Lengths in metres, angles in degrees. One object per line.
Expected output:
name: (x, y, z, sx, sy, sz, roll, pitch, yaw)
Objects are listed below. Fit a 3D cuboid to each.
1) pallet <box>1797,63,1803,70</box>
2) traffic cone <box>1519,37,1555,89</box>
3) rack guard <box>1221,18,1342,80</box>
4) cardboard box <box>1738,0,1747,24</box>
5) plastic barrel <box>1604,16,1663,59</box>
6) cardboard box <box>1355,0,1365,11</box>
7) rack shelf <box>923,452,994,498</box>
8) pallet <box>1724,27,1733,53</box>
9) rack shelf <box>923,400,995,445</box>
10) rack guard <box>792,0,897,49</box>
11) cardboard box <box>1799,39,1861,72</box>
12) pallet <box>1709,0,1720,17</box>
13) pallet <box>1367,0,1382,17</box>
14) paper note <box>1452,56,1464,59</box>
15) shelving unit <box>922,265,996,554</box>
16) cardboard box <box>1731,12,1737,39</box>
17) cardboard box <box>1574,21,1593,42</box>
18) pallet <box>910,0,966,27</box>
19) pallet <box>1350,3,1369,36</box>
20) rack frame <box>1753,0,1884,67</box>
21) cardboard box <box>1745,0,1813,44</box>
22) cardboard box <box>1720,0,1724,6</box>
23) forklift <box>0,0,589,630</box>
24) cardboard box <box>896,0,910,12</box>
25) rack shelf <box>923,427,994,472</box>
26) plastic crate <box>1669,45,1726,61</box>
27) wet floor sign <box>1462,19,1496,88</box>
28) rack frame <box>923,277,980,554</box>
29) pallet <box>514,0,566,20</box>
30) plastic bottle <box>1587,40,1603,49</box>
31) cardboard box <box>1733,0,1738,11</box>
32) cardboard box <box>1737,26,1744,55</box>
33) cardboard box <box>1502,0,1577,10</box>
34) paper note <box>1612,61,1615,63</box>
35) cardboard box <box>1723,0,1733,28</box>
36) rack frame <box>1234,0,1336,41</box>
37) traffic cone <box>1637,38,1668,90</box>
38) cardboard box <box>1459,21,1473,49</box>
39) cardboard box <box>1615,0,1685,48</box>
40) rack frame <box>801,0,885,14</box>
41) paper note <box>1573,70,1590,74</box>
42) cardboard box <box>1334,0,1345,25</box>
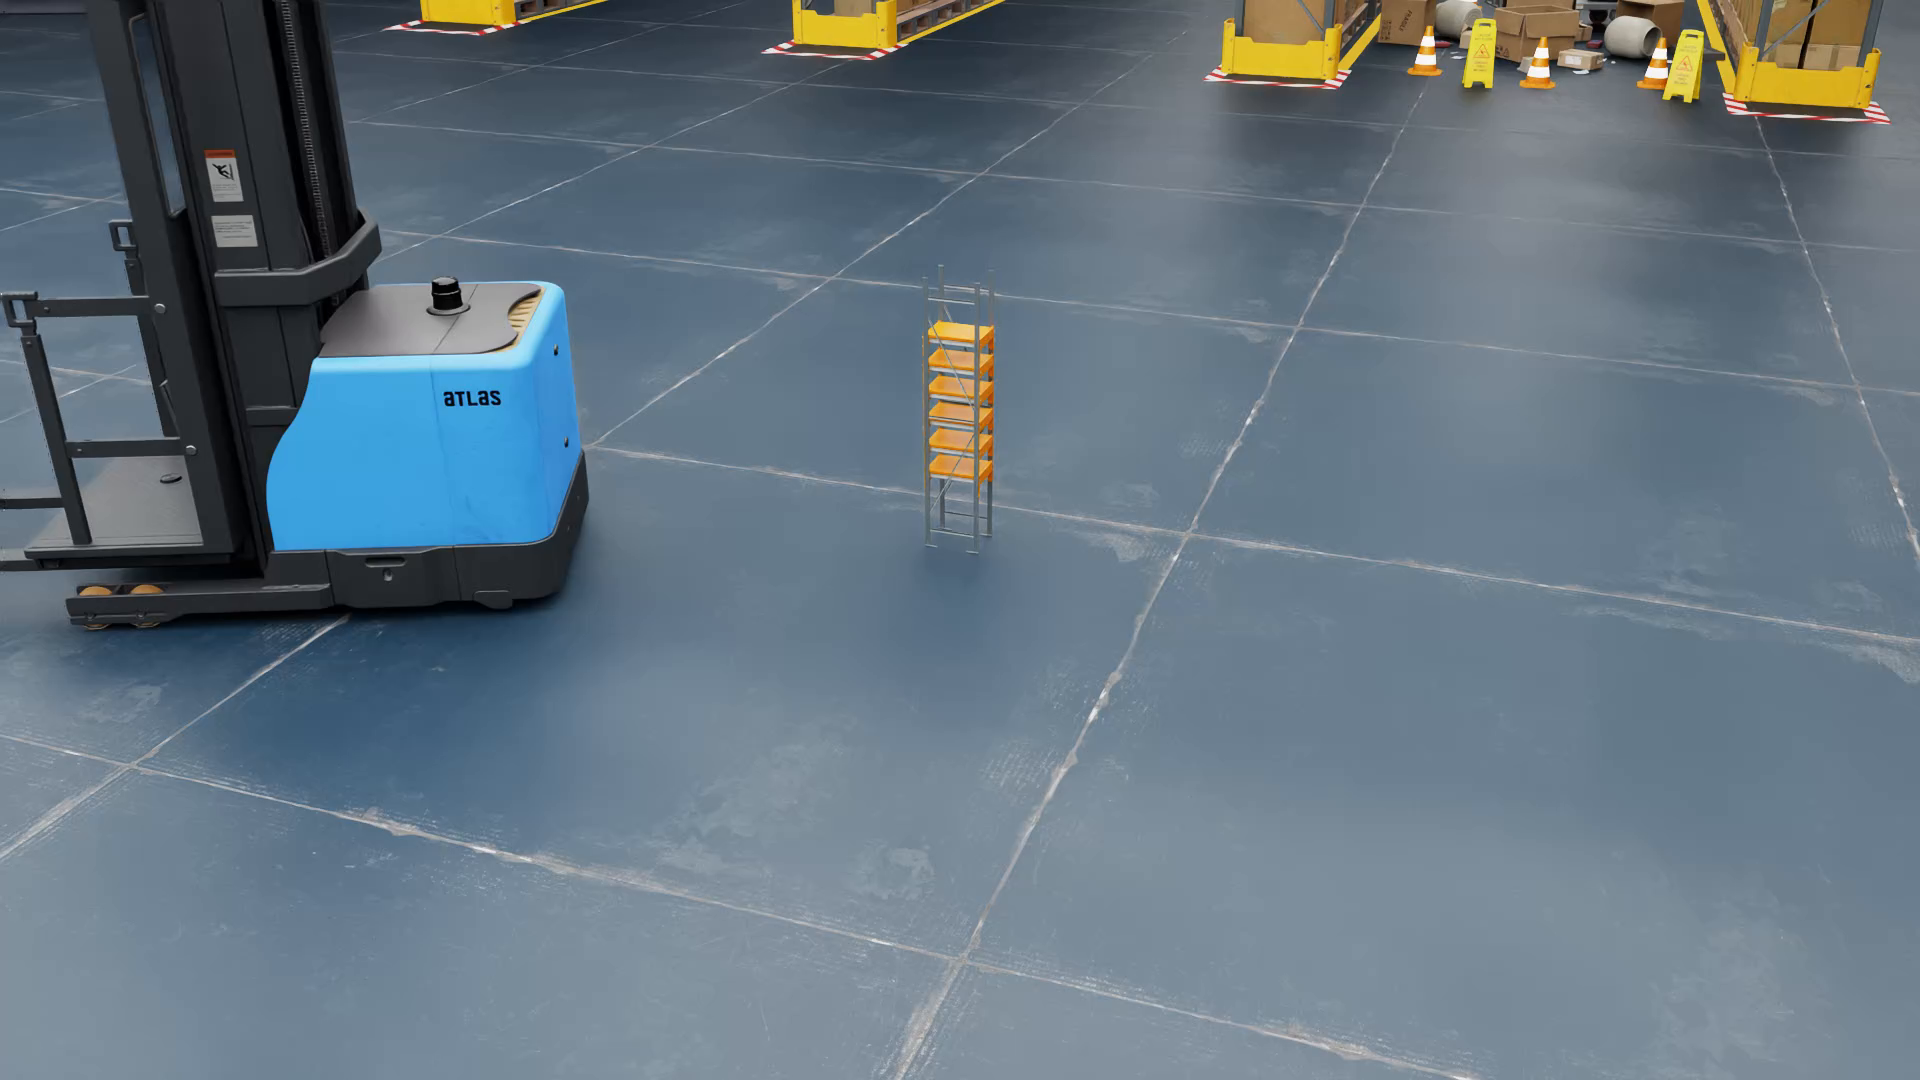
pallet: (8.346, -4.627, 16.563, 1.003, 0.211, 1.213, 9, 27, 17)
traffic cone: (5.784, -4.765, 16.560, 0.336, 0.463, 0.334, 9, 27, 17)
rack guard: (3.308, -5.063, 17.133, 1.175, 0.500, 0.348, 9, 27, 17)
cardboard box: (8.383, -5.599, 17.185, 0.500, 0.500, 0.500, 8, 27, 16)
plastic barrel: (7.277, -5.431, 17.980, 0.421, 0.421, 0.512, -14, 29, -27)
cardboard box: (4.372, -6.826, 19.863, 0.875, 0.875, 0.875, 9, 27, 18)
rack shelf: (-0.005, -0.278, 7.100, 0.258, 0.103, 0.180, 9, 27, 17)
pallet: (9.158, -5.629, 18.634, 1.003, 0.211, 1.213, 9, 27, 17)
rack shelf: (-0.005, -0.494, 6.996, 0.258, 0.103, 0.180, 9, 27, 17)
rack guard: (-1.303, -5.865, 18.790, 1.175, 0.500, 0.348, 9, 27, 17)
cardboard box: (8.547, -4.765, 16.322, 0.500, 0.250, 0.500, 9, 27, 17)
pallet: (10.010, -6.734, 20.915, 1.003, 0.211, 1.213, 9, 27, 17)
pallet: (4.833, -6.915, 21.289, 1.003, 0.211, 1.213, 9, 27, 17)
paper note: (5.425, -5.242, 18.043, 0.144, 0.017, 0.142, 20, 32, 35)
shelving unit: (-0.005, -0.534, 6.976, 0.258, 1.200, 0.189, 9, 27, 17)
cardboard box: (8.556, -5.474, 17.788, 0.500, 0.250, 0.500, 8, 27, 17)
cardboard box: (7.053, -5.911, 19.154, 0.258, 0.266, 0.396, -9, 27, -18)
pallet: (-0.591, -6.563, 20.564, 1.003, 0.211, 1.213, 9, 27, 17)
pallet: (4.320, -6.286, 19.990, 1.003, 0.211, 1.213, 9, 27, 17)
rack frame: (8.017, -5.522, 15.212, 1.000, 3.000, 0.127, 9, 27, 17)
cardboard box: (8.038, -5.178, 16.315, 0.500, 0.500, 0.500, 9, 27, 18)
cardboard box: (9.757, -6.684, 20.146, 0.950, 0.372, 0.625, 11, 28, 21)
forklift: (-3.145, -1.206, 6.378, 3.031, 2.935, 1.130, -2, 26, -4)
cardboard box: (-0.938, -6.528, 19.676, 0.500, 0.500, 0.500, 17, 30, 31)
rack shelf: (-0.005, -0.386, 7.048, 0.258, 0.103, 0.180, 9, 27, 17)
plastic crate: (8.053, -5.325, 18.157, 0.402, 0.080, 0.583, 0, 26, -1)
wet floor sign: (5.173, -4.839, 16.505, 0.267, 0.644, 0.232, 4, 26, 8)
rack frame: (-0.035, -0.496, 6.899, 0.240, 1.200, 0.006, 9, 27, 17)
pallet: (-5.742, -6.793, 21.038, 1.003, 0.211, 1.213, 9, 27, 17)
plastic bottle: (7.150, -5.585, 18.714, 0.133, 0.061, 0.283, 14, 29, 26)
cardboard box: (8.730, -6.029, 18.074, 0.500, 0.500, 0.500, 10, 28, 20)
cardboard box: (8.212, -5.056, 16.924, 0.500, 0.250, 0.500, 9, 27, 18)
cardboard box: (6.518, -5.934, 18.772, 0.797, 0.637, 0.503, 9, 27, 17)
paper note: (6.999, -5.118, 17.810, 0.032, 0.001, 0.123, 9, 27, 17)
cardboard box: (8.897, -5.914, 18.695, 0.500, 0.250, 0.500, 7, 27, 15)
rack frame: (3.316, -6.198, 16.609, 1.000, 3.000, 0.127, 9, 27, 17)
traffic cone: (6.944, -4.744, 16.516, 0.336, 0.463, 0.334, 9, 27, 17)
cardboard box: (5.812, -5.638, 18.589, 0.396, 0.266, 0.258, 14, 29, 26)
cardboard box: (7.709, -5.799, 18.650, 0.500, 0.500, 0.500, -14, 29, -27)
rack frame: (-1.328, -6.959, 18.180, 1.000, 3.000, 0.127, 9, 27, 17)
paper note: (6.455, -4.863, 17.258, 0.148, 0.019, 0.142, 0, 26, -1)
cardboard box: (3.770, -6.081, 18.323, 0.875, 0.875, 0.875, 8, 27, 17)
